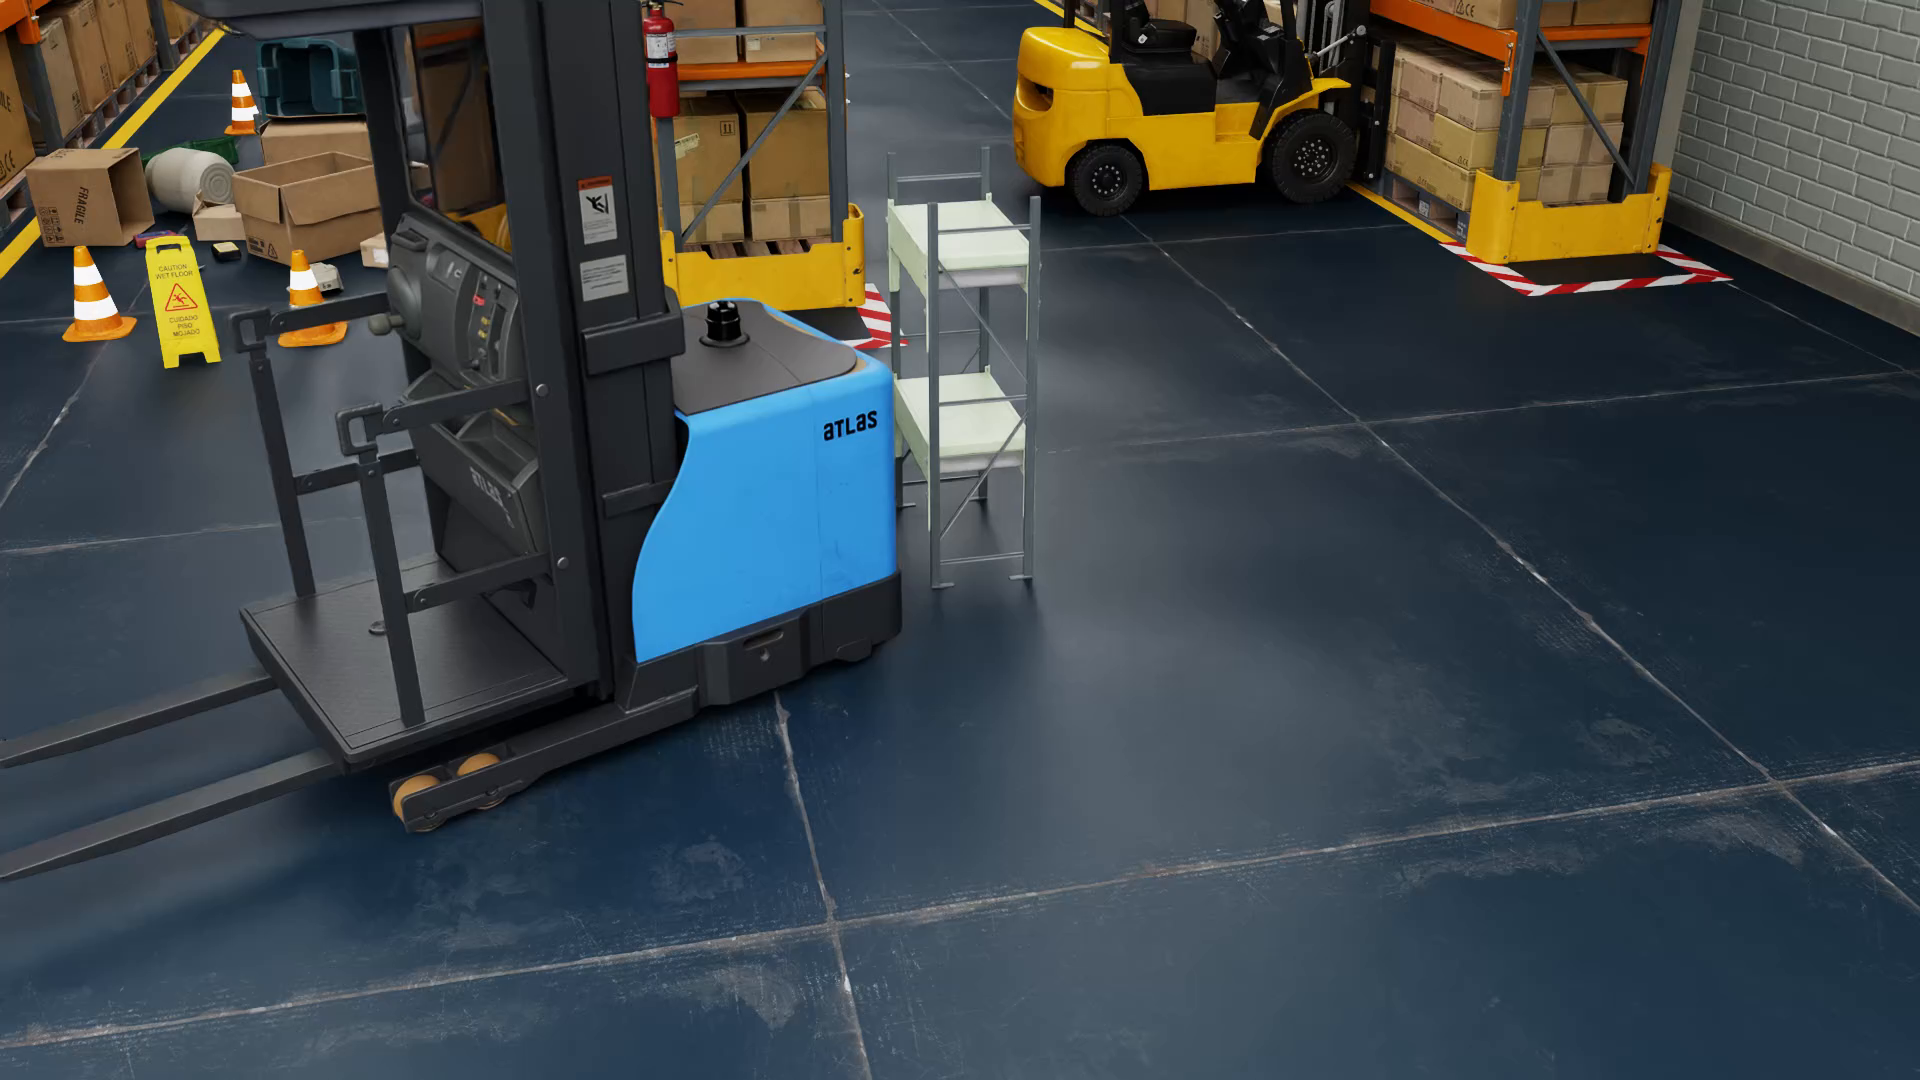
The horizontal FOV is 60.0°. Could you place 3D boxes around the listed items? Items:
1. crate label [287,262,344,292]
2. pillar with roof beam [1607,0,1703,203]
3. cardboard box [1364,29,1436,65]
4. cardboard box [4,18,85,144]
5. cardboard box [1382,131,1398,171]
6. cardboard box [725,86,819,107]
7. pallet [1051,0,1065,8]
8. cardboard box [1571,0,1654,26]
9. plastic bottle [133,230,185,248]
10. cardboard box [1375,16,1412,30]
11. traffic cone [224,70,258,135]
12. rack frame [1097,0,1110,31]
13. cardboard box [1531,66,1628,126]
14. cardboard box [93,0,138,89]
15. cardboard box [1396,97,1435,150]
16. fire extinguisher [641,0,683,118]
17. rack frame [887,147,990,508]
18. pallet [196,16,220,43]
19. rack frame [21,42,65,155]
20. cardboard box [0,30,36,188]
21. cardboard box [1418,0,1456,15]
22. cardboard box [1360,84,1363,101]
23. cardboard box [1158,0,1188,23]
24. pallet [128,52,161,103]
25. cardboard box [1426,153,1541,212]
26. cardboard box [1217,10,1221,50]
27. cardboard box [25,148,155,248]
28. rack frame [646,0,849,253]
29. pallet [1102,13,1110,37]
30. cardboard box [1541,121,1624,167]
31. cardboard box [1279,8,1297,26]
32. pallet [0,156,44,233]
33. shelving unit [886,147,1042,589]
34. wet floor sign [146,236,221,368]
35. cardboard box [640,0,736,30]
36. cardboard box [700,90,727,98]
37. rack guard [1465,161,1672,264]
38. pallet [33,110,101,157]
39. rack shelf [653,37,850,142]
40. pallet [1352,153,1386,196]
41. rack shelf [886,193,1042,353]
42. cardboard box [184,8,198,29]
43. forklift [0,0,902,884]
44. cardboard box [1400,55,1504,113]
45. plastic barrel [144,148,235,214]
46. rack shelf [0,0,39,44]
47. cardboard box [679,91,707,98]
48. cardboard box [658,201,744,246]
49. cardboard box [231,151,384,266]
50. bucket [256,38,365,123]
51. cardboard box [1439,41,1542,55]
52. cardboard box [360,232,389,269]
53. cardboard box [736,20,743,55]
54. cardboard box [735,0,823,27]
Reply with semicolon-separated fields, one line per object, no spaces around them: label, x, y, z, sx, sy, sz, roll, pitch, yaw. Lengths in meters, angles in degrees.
crate label;-3.709;-1.499;9.567;0.250;0.136;0.298;-23;35;-38
pillar with roof beam;0.250;-5.786;8.226;9.100;9.000;0.400;-6;27;-12
cardboard box;2.964;-3.392;11.617;0.500;0.250;0.500;-7;28;-13
cardboard box;-7.041;-3.298;11.985;1.050;0.750;0.750;-6;27;-12
cardboard box;3.102;-2.722;11.399;0.500;0.250;0.500;-6;27;-11
cardboard box;-1.153;-2.558;10.243;0.500;0.500;0.500;-7;28;-14
pallet;1.517;-6.281;18.960;1.003;0.211;1.213;-6;27;-12
cardboard box;3.882;-3.438;10.122;0.500;0.500;0.500;-5;27;-10
plastic bottle;-5.021;-1.893;10.433;0.283;0.061;0.133;-16;31;-29
cardboard box;3.350;-3.669;12.167;0.500;0.250;0.500;-6;27;-11
traffic cone;-5.645;-3.461;13.093;0.336;0.463;0.334;-6;27;-12
rack frame;1.920;-6.660;16.615;1.000;3.000;0.127;-6;27;-12
cardboard box;3.799;-2.784;10.413;0.500;0.250;0.500;-6;27;-12
cardboard box;-7.465;-4.130;13.635;1.050;0.750;0.750;-6;27;-11
cardboard box;3.206;-2.734;10.869;0.500;0.250;0.500;-6;27;-12
fire extinguisher;-1.536;-2.510;8.481;0.296;0.674;0.183;-6;27;-12
rack frame;-0.081;-0.827;6.725;0.400;1.500;0.023;-6;27;-12
pallet;-8.161;-5.240;16.897;1.003;0.211;1.213;-6;27;-12
rack frame;-6.814;-3.851;11.051;1.000;3.000;0.127;-6;27;-12
cardboard box;-6.740;-2.807;10.874;0.875;0.875;0.875;-6;27;-11
cardboard box;3.248;-3.610;10.463;0.500;0.500;0.500;-5;27;-10
cardboard box;2.960;-3.179;11.749;0.500;0.250;0.500;-6;27;-12
cardboard box;2.354;-4.930;15.358;0.875;0.625;0.625;-7;28;-14
pallet;-7.611;-4.008;14.457;1.003;0.211;1.213;-6;27;-12
cardboard box;3.309;-2.282;10.527;0.500;0.250;0.500;-6;27;-11
cardboard box;2.693;-4.259;14.028;0.875;0.625;0.625;-5;27;-9
cardboard box;-5.464;-2.159;10.470;0.500;0.500;0.500;-1;27;-3
rack frame;-1.112;-2.642;8.656;1.000;3.000;0.127;-6;27;-12
pallet;2.067;-5.049;16.520;1.003;0.211;1.213;-6;27;-12
cardboard box;3.819;-2.558;10.520;0.500;0.250;0.500;-5;27;-11
cardboard box;2.730;-3.840;12.505;0.500;0.250;0.500;-6;27;-12
pallet;-6.719;-2.264;11.002;1.003;0.211;1.213;-6;27;-12
shelving unit;0.002;-0.667;6.406;0.431;1.500;0.755;-6;27;-12
wet floor sign;-3.977;-1.232;8.475;0.267;0.644;0.232;-11;29;-20
cardboard box;-1.503;-3.030;8.983;0.500;0.500;0.500;-6;27;-13
cardboard box;-1.668;-2.491;10.109;0.500;0.500;0.500;-5;27;-10
rack guard;3.728;-2.021;10.200;1.175;0.500;0.348;-6;27;-12
pallet;-7.061;-2.937;12.335;1.003;0.211;1.213;-6;27;-12
rack shelf;-1.563;-3.199;10.557;1.077;0.370;4.000;-6;27;-12
pallet;3.238;-2.769;12.001;1.003;0.211;1.213;-6;27;-12
rack shelf;0.002;-1.015;6.230;0.431;0.370;0.720;-6;27;-12
cardboard box;-7.743;-5.235;16.102;0.500;0.500;0.500;-6;27;-11
forklift;-1.691;-0.700;4.883;3.031;2.935;1.130;-19;32;-32
cardboard box;3.194;-2.948;10.738;0.500;0.250;0.500;-5;27;-11
plastic barrel;-5.064;-2.359;10.953;0.512;0.421;0.421;13;30;24
rack shelf;-6.363;-2.652;9.473;1.077;0.370;4.000;-6;27;-12
cardboard box;-1.695;-2.706;9.815;0.380;0.149;0.250;-5;27;-10
cardboard box;-1.562;-1.940;9.850;0.500;0.250;0.500;-6;27;-12
cardboard box;-3.975;-2.042;10.236;0.637;0.503;0.797;19;32;32
bucket;-4.537;-3.243;11.791;0.726;0.611;0.620;3;17;6
cardboard box;3.580;-3.224;11.284;0.500;0.250;0.500;-6;27;-12
cardboard box;-3.376;-1.739;10.031;0.380;0.149;0.250;8;28;15
cardboard box;-1.058;-2.809;9.266;0.380;0.149;0.250;-6;27;-11
cardboard box;-0.949;-3.056;9.034;0.500;0.500;0.500;-6;27;-12
